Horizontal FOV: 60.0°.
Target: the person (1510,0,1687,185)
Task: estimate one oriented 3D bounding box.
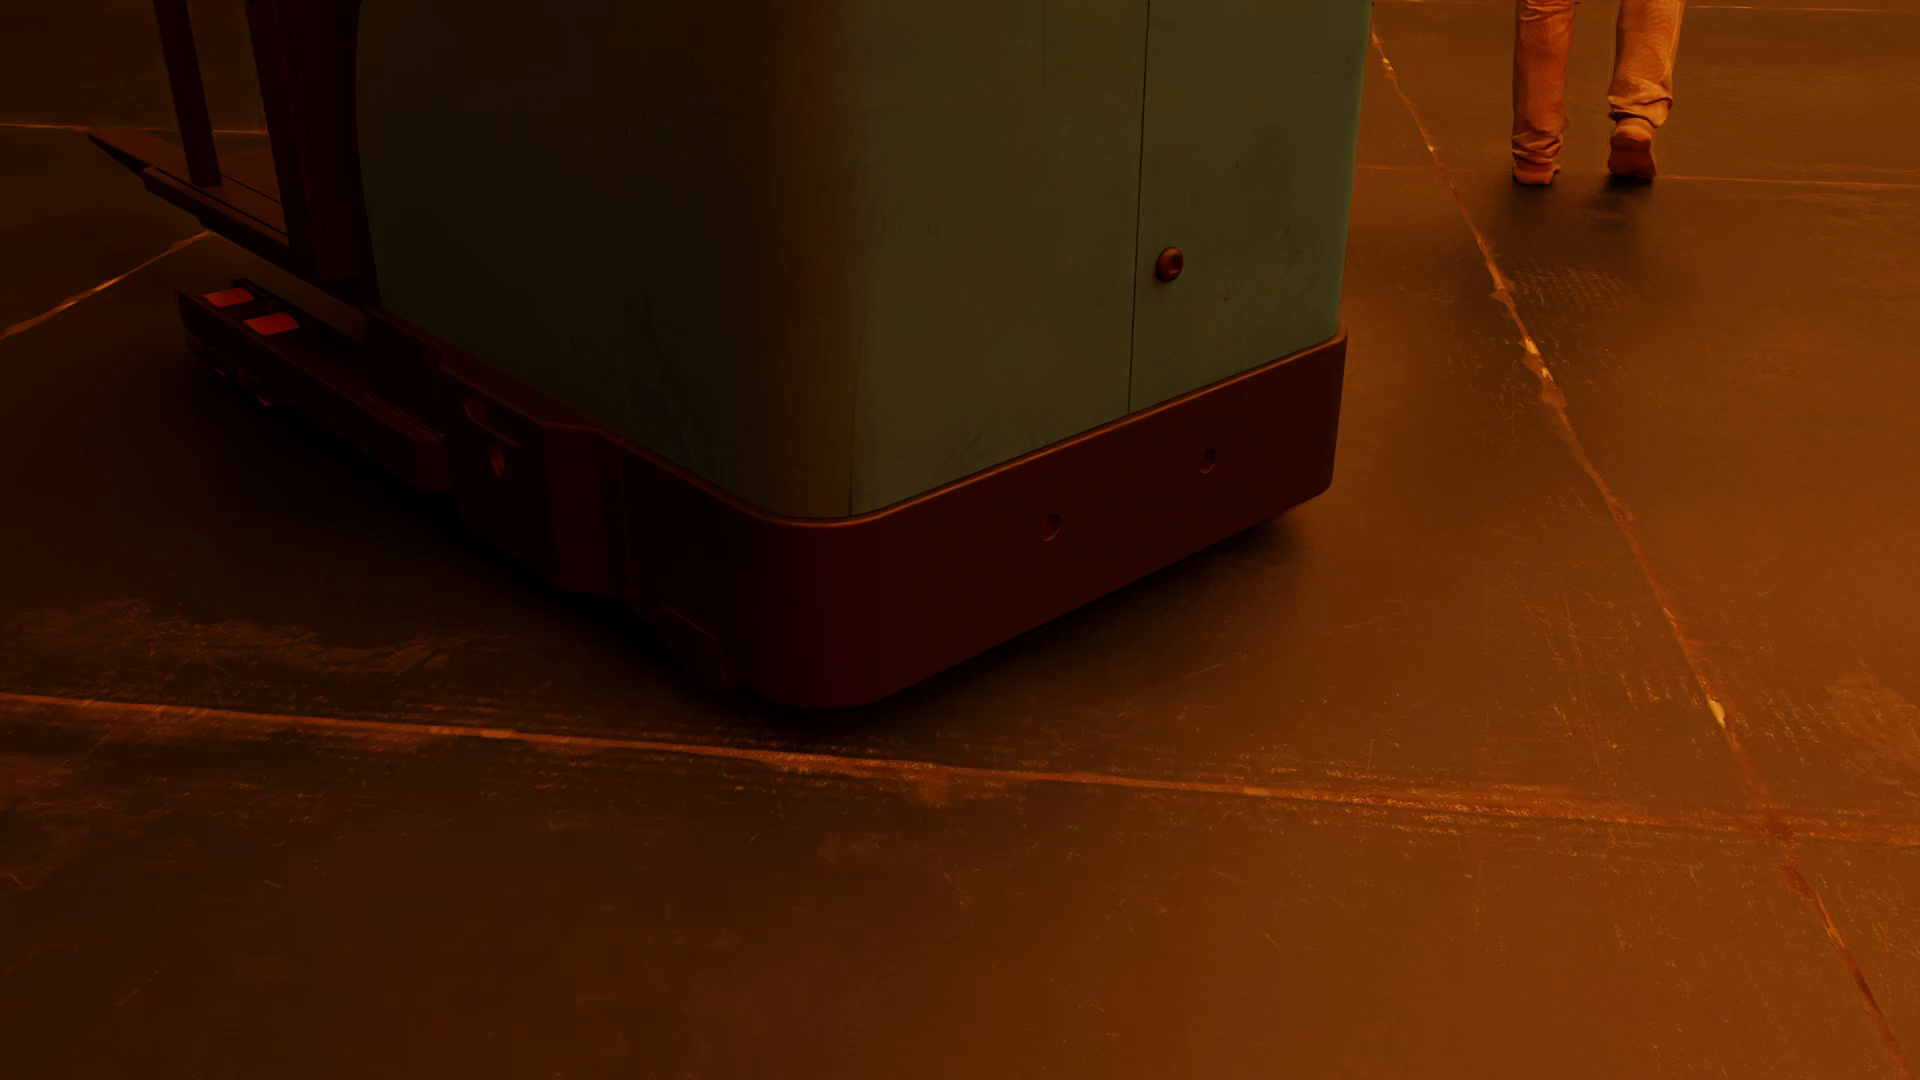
[{"bbox_3d":[1.565,-1.753,4.088,0.805,1.767,0.498,11,29,21],"label":"person"}]

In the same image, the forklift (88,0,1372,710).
[{"bbox_3d":[-0.799,-1.686,2.595,1.130,2.935,3.031,-22,34,-37],"label":"forklift"}]
